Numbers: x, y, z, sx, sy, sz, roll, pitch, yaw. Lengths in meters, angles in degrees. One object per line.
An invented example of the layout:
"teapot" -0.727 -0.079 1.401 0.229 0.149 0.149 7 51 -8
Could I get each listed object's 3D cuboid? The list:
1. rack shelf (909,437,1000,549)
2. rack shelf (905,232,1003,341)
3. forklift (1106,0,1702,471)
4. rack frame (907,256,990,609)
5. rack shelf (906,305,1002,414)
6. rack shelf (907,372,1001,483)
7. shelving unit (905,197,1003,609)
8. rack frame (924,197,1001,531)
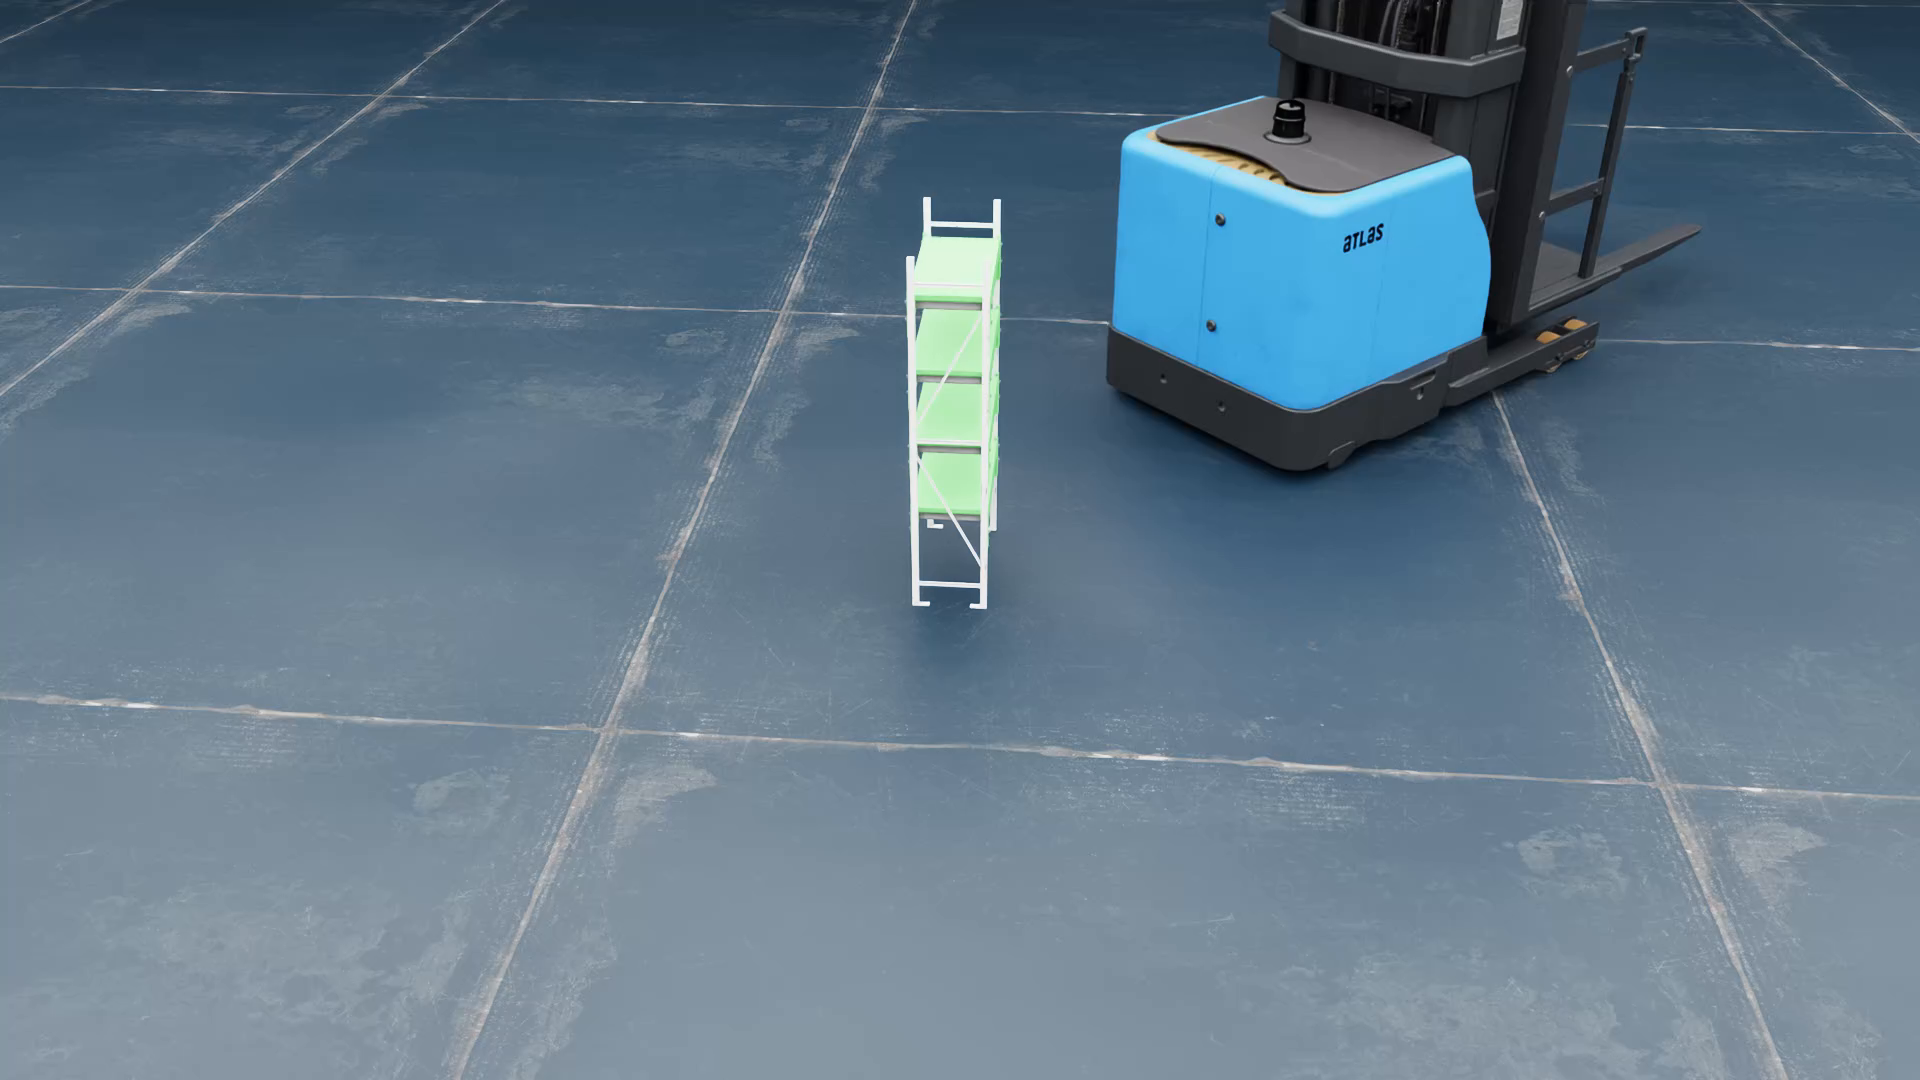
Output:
"rack shelf" -0.013 -0.166 5.454 0.258 0.148 0.480 2 32 4
"rack shelf" -0.014 -0.778 5.076 0.258 0.148 0.480 2 32 4
"forklift" 2.043 -2.131 6.414 3.031 2.935 1.130 -23 39 -33
"rack frame" -0.033 -0.297 5.088 0.240 1.200 0.015 2 32 4
"rack shelf" -0.013 -0.574 5.202 0.258 0.148 0.480 2 32 4
"rack shelf" -0.013 -0.370 5.328 0.258 0.148 0.480 2 32 4
"shelving unit" -0.013 -0.424 5.295 0.258 1.200 0.503 2 32 4
"rack frame" 0.006 -0.552 5.502 0.240 1.200 0.015 2 32 4
